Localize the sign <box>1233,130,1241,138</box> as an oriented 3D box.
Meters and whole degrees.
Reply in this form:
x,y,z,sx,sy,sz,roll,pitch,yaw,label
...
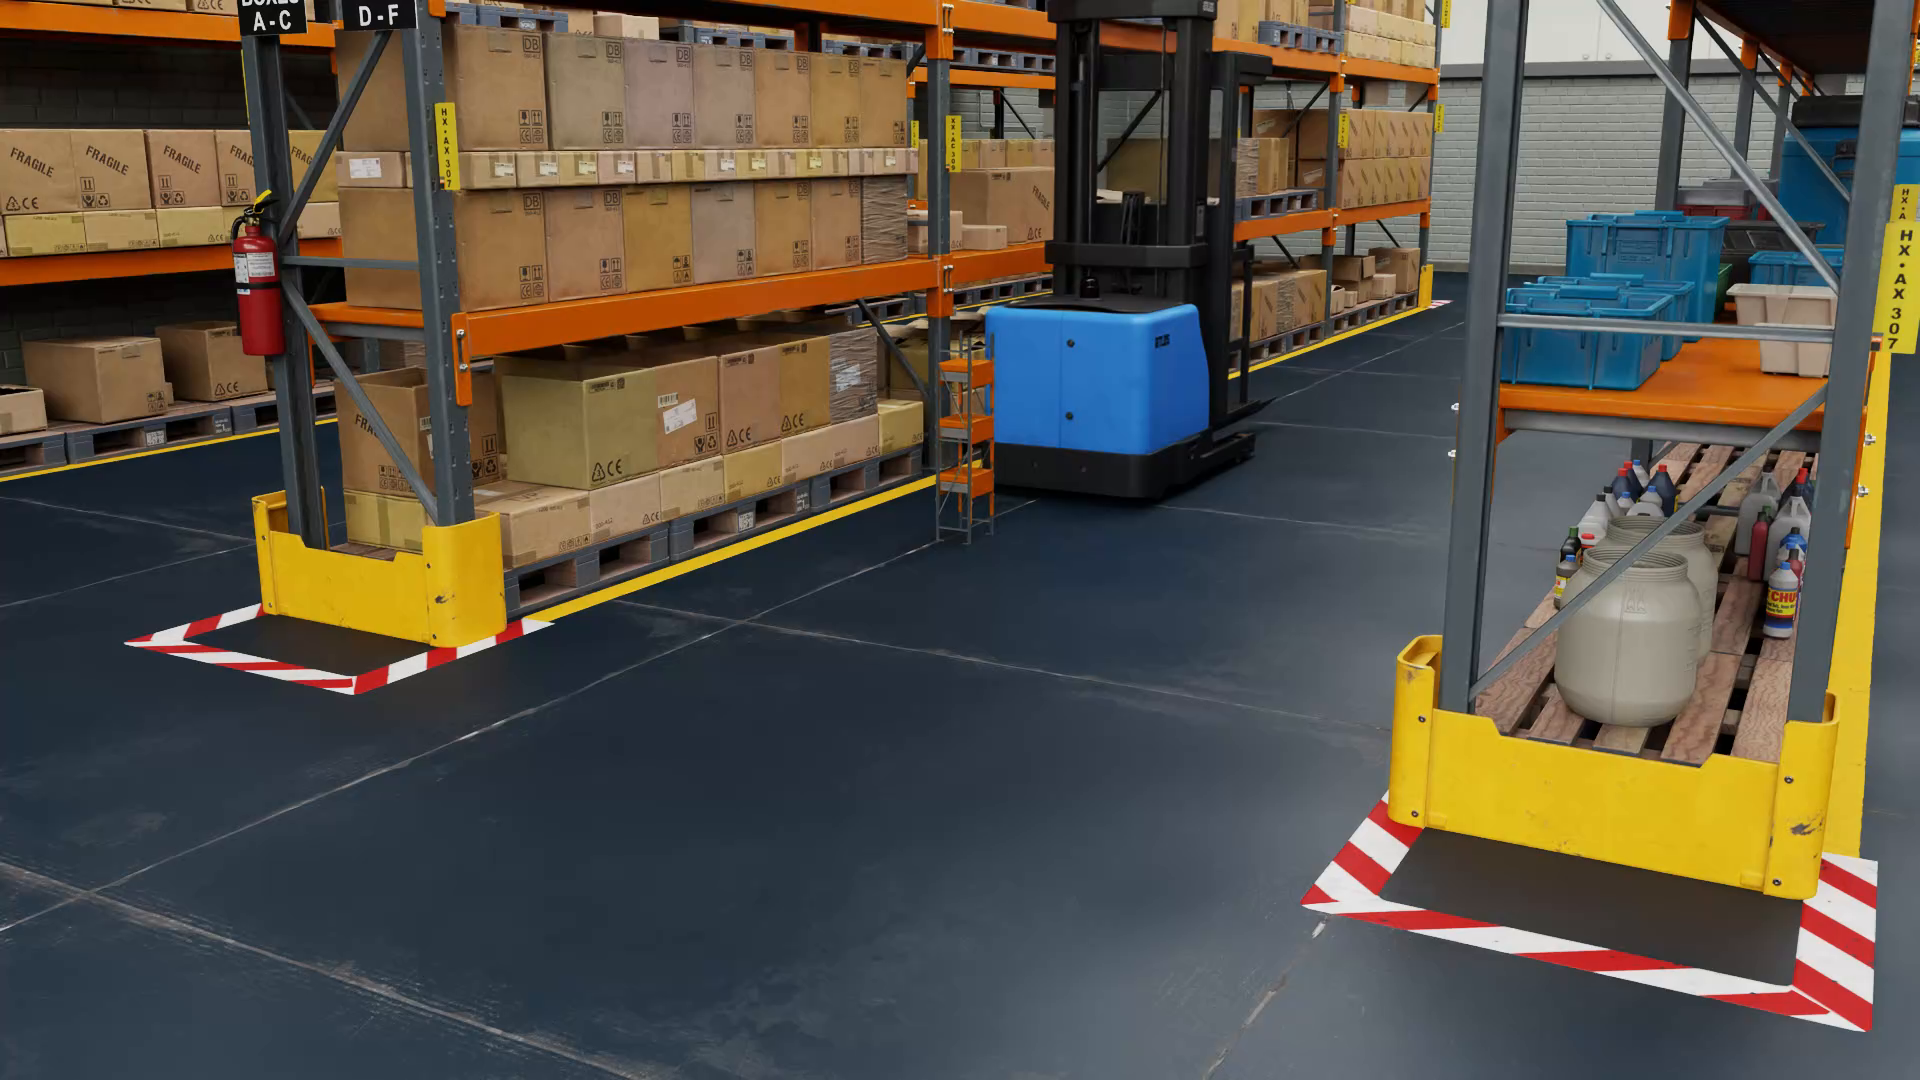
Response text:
x,y,z,sx,sy,sz,roll,pitch,yaw,label
2.863,-4.065,17.147,0.100,0.325,0.005,7,15,28,sign

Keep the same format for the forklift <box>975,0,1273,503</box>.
x,y,z,sx,sy,sz,roll,pitch,yaw,label
1.210,-1.931,10.288,1.130,2.935,3.031,7,15,27,forklift

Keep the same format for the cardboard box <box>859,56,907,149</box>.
x,y,z,sx,sy,sz,roll,pitch,yaw,label
-0.735,-2.530,9.648,0.700,0.500,0.500,7,15,28,cardboard box

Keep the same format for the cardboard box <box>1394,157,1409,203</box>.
x,y,z,sx,sy,sz,roll,pitch,yaw,label
4.804,-4.122,19.018,0.500,0.500,0.500,8,15,28,cardboard box

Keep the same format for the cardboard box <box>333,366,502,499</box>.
x,y,z,sx,sy,sz,roll,pitch,yaw,label
-2.460,-0.498,7.569,0.500,0.500,0.500,7,15,28,cardboard box

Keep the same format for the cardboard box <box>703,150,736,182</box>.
x,y,z,sx,sy,sz,roll,pitch,yaw,label
-1.337,-1.857,8.241,0.380,0.149,0.250,8,15,29,cardboard box

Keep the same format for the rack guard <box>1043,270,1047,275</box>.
x,y,z,sx,sy,sz,roll,pitch,yaw,label
0.949,-3.755,23.042,1.175,0.500,0.348,7,15,28,rack guard

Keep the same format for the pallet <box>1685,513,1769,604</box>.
x,y,z,sx,sy,sz,roll,pitch,yaw,label
3.448,0.108,7.636,1.003,0.211,1.213,7,15,28,pallet

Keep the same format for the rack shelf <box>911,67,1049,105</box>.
x,y,z,sx,sy,sz,roll,pitch,yaw,label
-0.030,-5.663,20.760,1.077,0.370,4.000,7,15,28,rack shelf

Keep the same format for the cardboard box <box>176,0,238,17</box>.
x,y,z,sx,sy,sz,roll,pitch,yaw,label
-5.147,-3.786,11.181,0.500,0.500,0.500,6,15,23,cardboard box

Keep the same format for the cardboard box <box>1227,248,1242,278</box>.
x,y,z,sx,sy,sz,roll,pitch,yaw,label
2.411,-2.671,16.005,0.500,0.250,0.500,7,15,28,cardboard box

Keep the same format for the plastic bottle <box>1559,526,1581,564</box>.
x,y,z,sx,sy,sz,roll,pitch,yaw,label
2.420,0.094,6.601,0.061,0.283,0.133,8,16,29,plastic bottle

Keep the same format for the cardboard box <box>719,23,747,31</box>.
x,y,z,sx,sy,sz,roll,pitch,yaw,label
-2.536,-5.265,16.421,0.700,0.500,0.500,6,15,25,cardboard box

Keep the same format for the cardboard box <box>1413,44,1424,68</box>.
x,y,z,sx,sy,sz,roll,pitch,yaw,label
5.007,-5.553,19.089,0.500,0.250,0.500,7,15,28,cardboard box

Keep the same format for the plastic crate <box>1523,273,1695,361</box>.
x,y,z,sx,sy,sz,roll,pitch,yaw,label
2.174,-0.757,5.591,0.499,0.251,0.408,7,15,28,plastic crate

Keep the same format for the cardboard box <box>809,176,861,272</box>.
x,y,z,sx,sy,sz,roll,pitch,yaw,label
-0.984,-1.791,9.348,0.700,0.500,0.500,7,15,27,cardboard box

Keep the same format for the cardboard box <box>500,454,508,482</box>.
x,y,z,sx,sy,sz,roll,pitch,yaw,label
-2.227,-0.237,8.087,0.500,0.250,0.500,7,15,28,cardboard box

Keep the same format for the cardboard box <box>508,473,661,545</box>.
x,y,z,sx,sy,sz,roll,pitch,yaw,label
-1.767,-0.177,7.840,0.500,0.250,0.500,7,15,28,cardboard box

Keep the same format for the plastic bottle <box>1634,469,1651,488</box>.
x,y,z,sx,sy,sz,roll,pitch,yaw,label
3.139,-0.185,7.775,0.152,0.276,0.135,8,16,30,plastic bottle

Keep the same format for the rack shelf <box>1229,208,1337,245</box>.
x,y,z,sx,sy,sz,roll,pitch,yaw,label
2.375,-2.824,15.382,1.077,0.370,4.000,7,15,28,rack shelf

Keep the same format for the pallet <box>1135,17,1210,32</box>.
x,y,z,sx,sy,sz,roll,pitch,yaw,label
1.158,-3.980,12.647,1.213,0.211,1.003,8,16,31,pallet

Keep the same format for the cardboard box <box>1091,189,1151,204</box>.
x,y,z,sx,sy,sz,roll,pitch,yaw,label
1.194,-2.650,13.317,0.500,0.311,0.500,9,16,32,cardboard box

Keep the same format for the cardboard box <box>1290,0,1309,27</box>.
x,y,z,sx,sy,sz,roll,pitch,yaw,label
3.034,-5.249,16.182,0.600,0.600,0.600,6,15,23,cardboard box

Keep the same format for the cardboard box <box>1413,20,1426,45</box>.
x,y,z,sx,sy,sz,roll,pitch,yaw,label
5.009,-5.796,19.029,0.500,0.250,0.500,7,15,28,cardboard box

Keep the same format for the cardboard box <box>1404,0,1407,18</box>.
x,y,z,sx,sy,sz,roll,pitch,yaw,label
4.726,-6.197,19.093,0.700,0.500,0.500,7,15,28,cardboard box

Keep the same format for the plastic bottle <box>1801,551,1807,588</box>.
x,y,z,sx,sy,sz,roll,pitch,yaw,label
3.386,0.096,6.766,0.097,0.201,0.097,0,14,0,plastic bottle

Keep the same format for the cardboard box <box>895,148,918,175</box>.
x,y,z,sx,sy,sz,roll,pitch,yaw,label
-0.469,-2.227,9.772,0.380,0.149,0.250,7,15,28,cardboard box

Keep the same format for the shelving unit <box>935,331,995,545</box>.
x,y,z,sx,sy,sz,roll,pitch,yaw,label
0.026,-0.521,8.456,0.215,1.050,0.252,7,15,28,shelving unit

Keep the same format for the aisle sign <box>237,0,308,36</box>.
x,y,z,sx,sy,sz,roll,pitch,yaw,label
-2.748,-2.406,6.565,0.394,0.787,0.004,7,15,28,aisle sign

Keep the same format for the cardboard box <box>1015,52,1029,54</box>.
x,y,z,sx,sy,sz,roll,pitch,yaw,label
0.565,-6.316,21.143,0.500,0.250,0.500,7,15,26,cardboard box

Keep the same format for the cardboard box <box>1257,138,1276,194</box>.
x,y,z,sx,sy,sz,roll,pitch,yaw,label
2.542,-3.467,15.407,0.700,0.500,0.500,3,14,14,cardboard box

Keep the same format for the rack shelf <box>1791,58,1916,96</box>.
x,y,z,sx,sy,sz,roll,pitch,yaw,label
8.643,-4.541,16.104,1.077,0.370,4.000,7,15,28,rack shelf

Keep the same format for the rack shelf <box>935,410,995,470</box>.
x,y,z,sx,sy,sz,roll,pitch,yaw,label
0.026,-0.511,8.459,0.215,0.259,0.240,7,15,28,rack shelf

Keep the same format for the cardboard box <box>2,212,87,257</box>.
x,y,z,sx,sy,sz,roll,pitch,yaw,label
-5.794,-1.896,10.273,0.500,0.250,0.500,7,15,27,cardboard box

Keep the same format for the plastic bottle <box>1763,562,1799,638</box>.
x,y,z,sx,sy,sz,roll,pitch,yaw,label
3.024,0.216,6.122,0.097,0.271,0.097,0,14,0,plastic bottle

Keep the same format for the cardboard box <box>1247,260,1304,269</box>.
x,y,z,sx,sy,sz,roll,pitch,yaw,label
3.369,-2.732,17.860,0.500,0.500,0.500,7,15,28,cardboard box

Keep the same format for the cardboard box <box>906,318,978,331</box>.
x,y,z,sx,sy,sz,roll,pitch,yaw,label
-0.091,-1.408,11.748,0.500,0.311,0.500,7,15,28,cardboard box

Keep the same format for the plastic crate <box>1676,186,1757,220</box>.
x,y,z,sx,sy,sz,roll,pitch,yaw,label
3.775,-1.546,8.409,0.402,0.464,0.583,7,15,28,plastic crate

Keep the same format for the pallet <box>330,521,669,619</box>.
x,y,z,sx,sy,sz,roll,pitch,yaw,label
-2.126,0.072,7.785,1.003,0.211,1.213,7,15,28,pallet

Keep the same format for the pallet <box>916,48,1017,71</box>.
x,y,z,sx,sy,sz,roll,pitch,yaw,label
-0.001,-5.976,20.709,1.003,0.211,1.213,7,15,28,pallet

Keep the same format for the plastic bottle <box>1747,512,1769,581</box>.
x,y,z,sx,sy,sz,roll,pitch,yaw,label
3.325,0.017,6.919,0.061,0.283,0.133,7,15,28,plastic bottle

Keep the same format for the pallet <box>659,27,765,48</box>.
x,y,z,sx,sy,sz,roll,pitch,yaw,label
-2.665,-4.828,16.164,1.213,0.211,1.003,8,16,31,pallet

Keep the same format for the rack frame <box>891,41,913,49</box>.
x,y,z,sx,sy,sz,roll,pitch,yaw,label
-0.996,-7.061,18.622,1.000,3.000,0.127,7,15,28,rack frame

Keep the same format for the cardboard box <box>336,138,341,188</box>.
x,y,z,sx,sy,sz,roll,pitch,yaw,label
-4.588,-2.866,12.871,0.700,0.500,0.500,7,15,28,cardboard box

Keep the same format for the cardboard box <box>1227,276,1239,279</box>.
x,y,z,sx,sy,sz,roll,pitch,yaw,label
2.398,-2.299,16.063,0.500,0.500,0.500,8,15,29,cardboard box

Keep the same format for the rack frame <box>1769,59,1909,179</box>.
x,y,z,sx,sy,sz,roll,pitch,yaw,label
7.676,-3.022,14.669,1.000,3.000,0.127,7,15,28,rack frame

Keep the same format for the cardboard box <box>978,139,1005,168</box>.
x,y,z,sx,sy,sz,roll,pitch,yaw,label
-0.019,-4.699,20.986,0.980,0.700,0.700,7,15,25,cardboard box

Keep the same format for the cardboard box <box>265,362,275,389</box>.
x,y,z,sx,sy,sz,roll,pitch,yaw,label
-5.096,-1.227,12.328,0.380,0.166,0.250,5,15,21,cardboard box

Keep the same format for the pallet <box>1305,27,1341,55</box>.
x,y,z,sx,sy,sz,roll,pitch,yaw,label
2.965,-4.825,16.149,1.213,0.211,1.003,7,15,28,pallet

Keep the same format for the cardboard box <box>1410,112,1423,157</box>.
x,y,z,sx,sy,sz,roll,pitch,yaw,label
5.058,-4.713,19.337,0.500,0.500,0.500,8,16,30,cardboard box
